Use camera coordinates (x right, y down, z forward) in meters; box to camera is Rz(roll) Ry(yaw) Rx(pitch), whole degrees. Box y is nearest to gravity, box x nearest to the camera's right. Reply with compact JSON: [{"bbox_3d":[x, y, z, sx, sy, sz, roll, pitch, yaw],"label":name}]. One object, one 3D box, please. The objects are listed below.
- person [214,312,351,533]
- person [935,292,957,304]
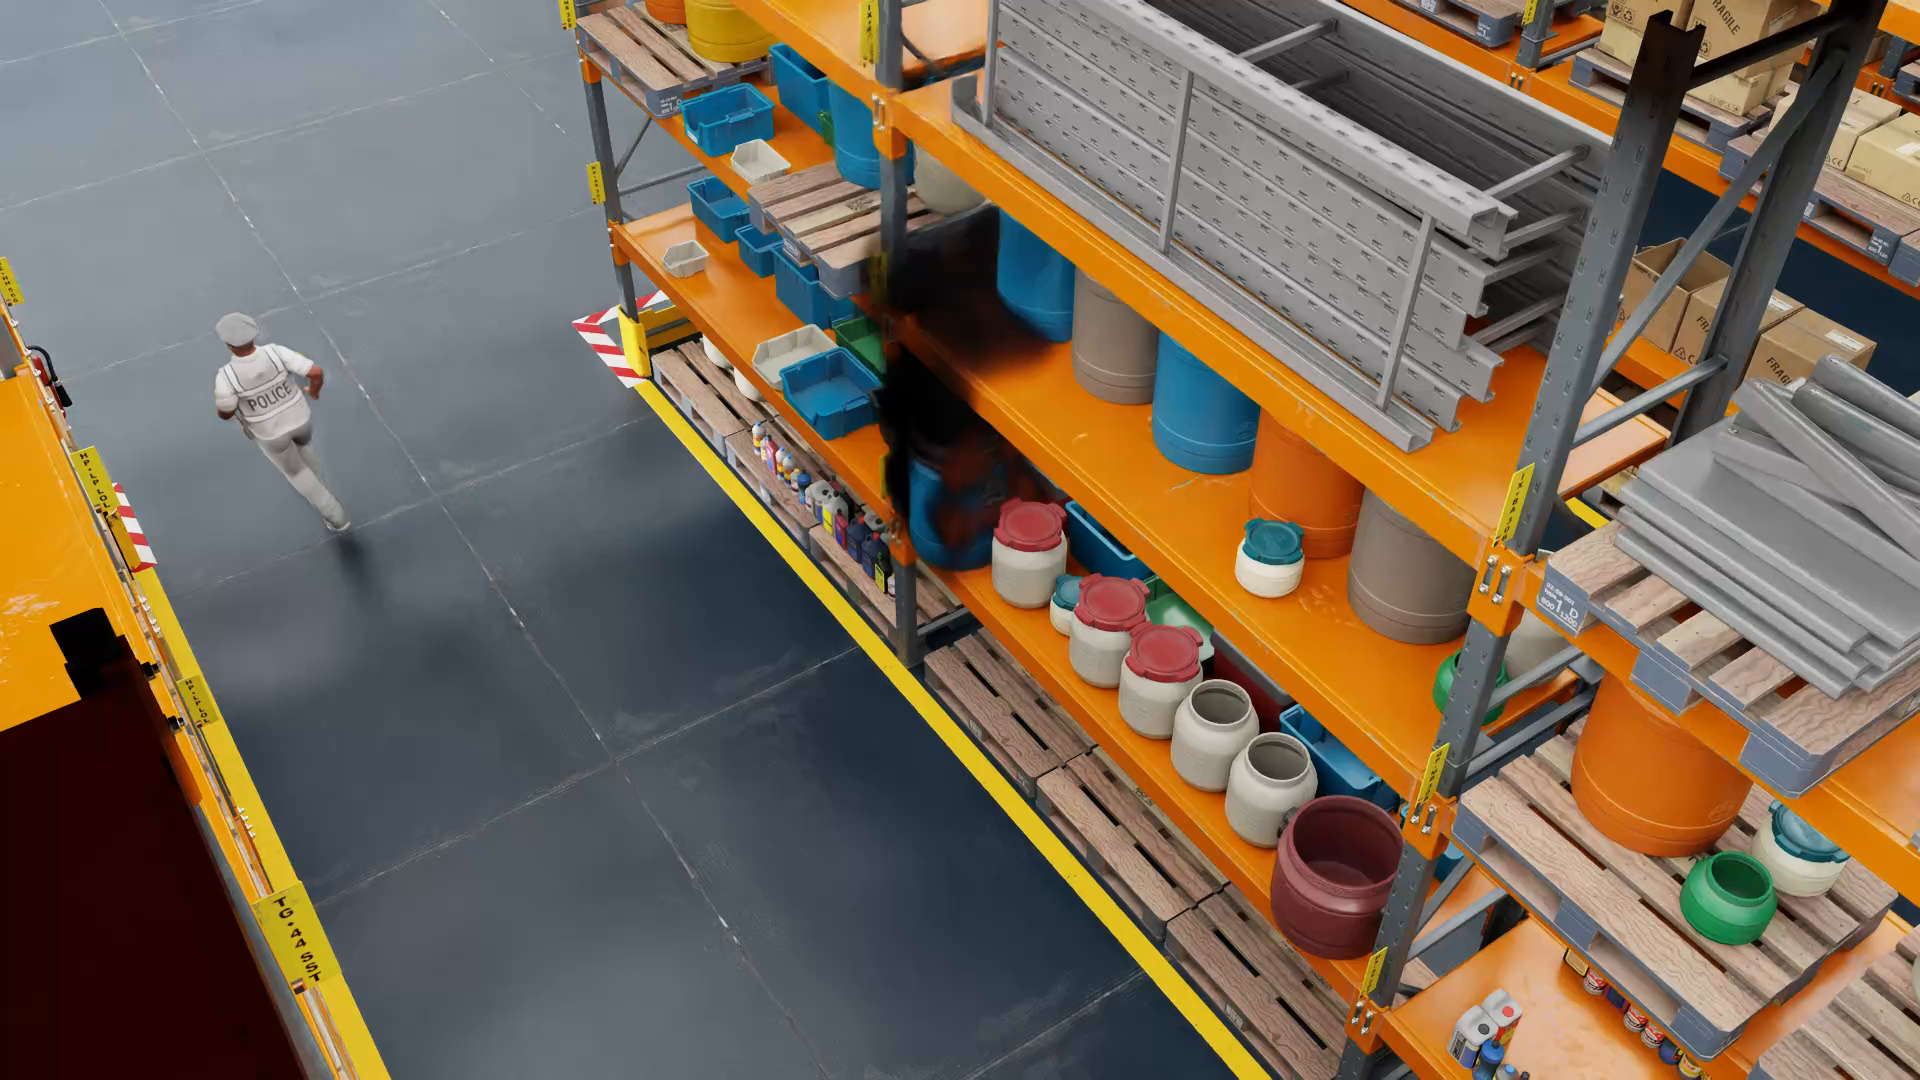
[{"bbox_3d":[-4.630,-0.759,11.303,0.869,1.824,0.673,32,51,30],"label":"person"},{"bbox_3d":[-0.422,-2.458,12.921,1.036,1.788,0.707,26,49,26],"label":"person"}]
